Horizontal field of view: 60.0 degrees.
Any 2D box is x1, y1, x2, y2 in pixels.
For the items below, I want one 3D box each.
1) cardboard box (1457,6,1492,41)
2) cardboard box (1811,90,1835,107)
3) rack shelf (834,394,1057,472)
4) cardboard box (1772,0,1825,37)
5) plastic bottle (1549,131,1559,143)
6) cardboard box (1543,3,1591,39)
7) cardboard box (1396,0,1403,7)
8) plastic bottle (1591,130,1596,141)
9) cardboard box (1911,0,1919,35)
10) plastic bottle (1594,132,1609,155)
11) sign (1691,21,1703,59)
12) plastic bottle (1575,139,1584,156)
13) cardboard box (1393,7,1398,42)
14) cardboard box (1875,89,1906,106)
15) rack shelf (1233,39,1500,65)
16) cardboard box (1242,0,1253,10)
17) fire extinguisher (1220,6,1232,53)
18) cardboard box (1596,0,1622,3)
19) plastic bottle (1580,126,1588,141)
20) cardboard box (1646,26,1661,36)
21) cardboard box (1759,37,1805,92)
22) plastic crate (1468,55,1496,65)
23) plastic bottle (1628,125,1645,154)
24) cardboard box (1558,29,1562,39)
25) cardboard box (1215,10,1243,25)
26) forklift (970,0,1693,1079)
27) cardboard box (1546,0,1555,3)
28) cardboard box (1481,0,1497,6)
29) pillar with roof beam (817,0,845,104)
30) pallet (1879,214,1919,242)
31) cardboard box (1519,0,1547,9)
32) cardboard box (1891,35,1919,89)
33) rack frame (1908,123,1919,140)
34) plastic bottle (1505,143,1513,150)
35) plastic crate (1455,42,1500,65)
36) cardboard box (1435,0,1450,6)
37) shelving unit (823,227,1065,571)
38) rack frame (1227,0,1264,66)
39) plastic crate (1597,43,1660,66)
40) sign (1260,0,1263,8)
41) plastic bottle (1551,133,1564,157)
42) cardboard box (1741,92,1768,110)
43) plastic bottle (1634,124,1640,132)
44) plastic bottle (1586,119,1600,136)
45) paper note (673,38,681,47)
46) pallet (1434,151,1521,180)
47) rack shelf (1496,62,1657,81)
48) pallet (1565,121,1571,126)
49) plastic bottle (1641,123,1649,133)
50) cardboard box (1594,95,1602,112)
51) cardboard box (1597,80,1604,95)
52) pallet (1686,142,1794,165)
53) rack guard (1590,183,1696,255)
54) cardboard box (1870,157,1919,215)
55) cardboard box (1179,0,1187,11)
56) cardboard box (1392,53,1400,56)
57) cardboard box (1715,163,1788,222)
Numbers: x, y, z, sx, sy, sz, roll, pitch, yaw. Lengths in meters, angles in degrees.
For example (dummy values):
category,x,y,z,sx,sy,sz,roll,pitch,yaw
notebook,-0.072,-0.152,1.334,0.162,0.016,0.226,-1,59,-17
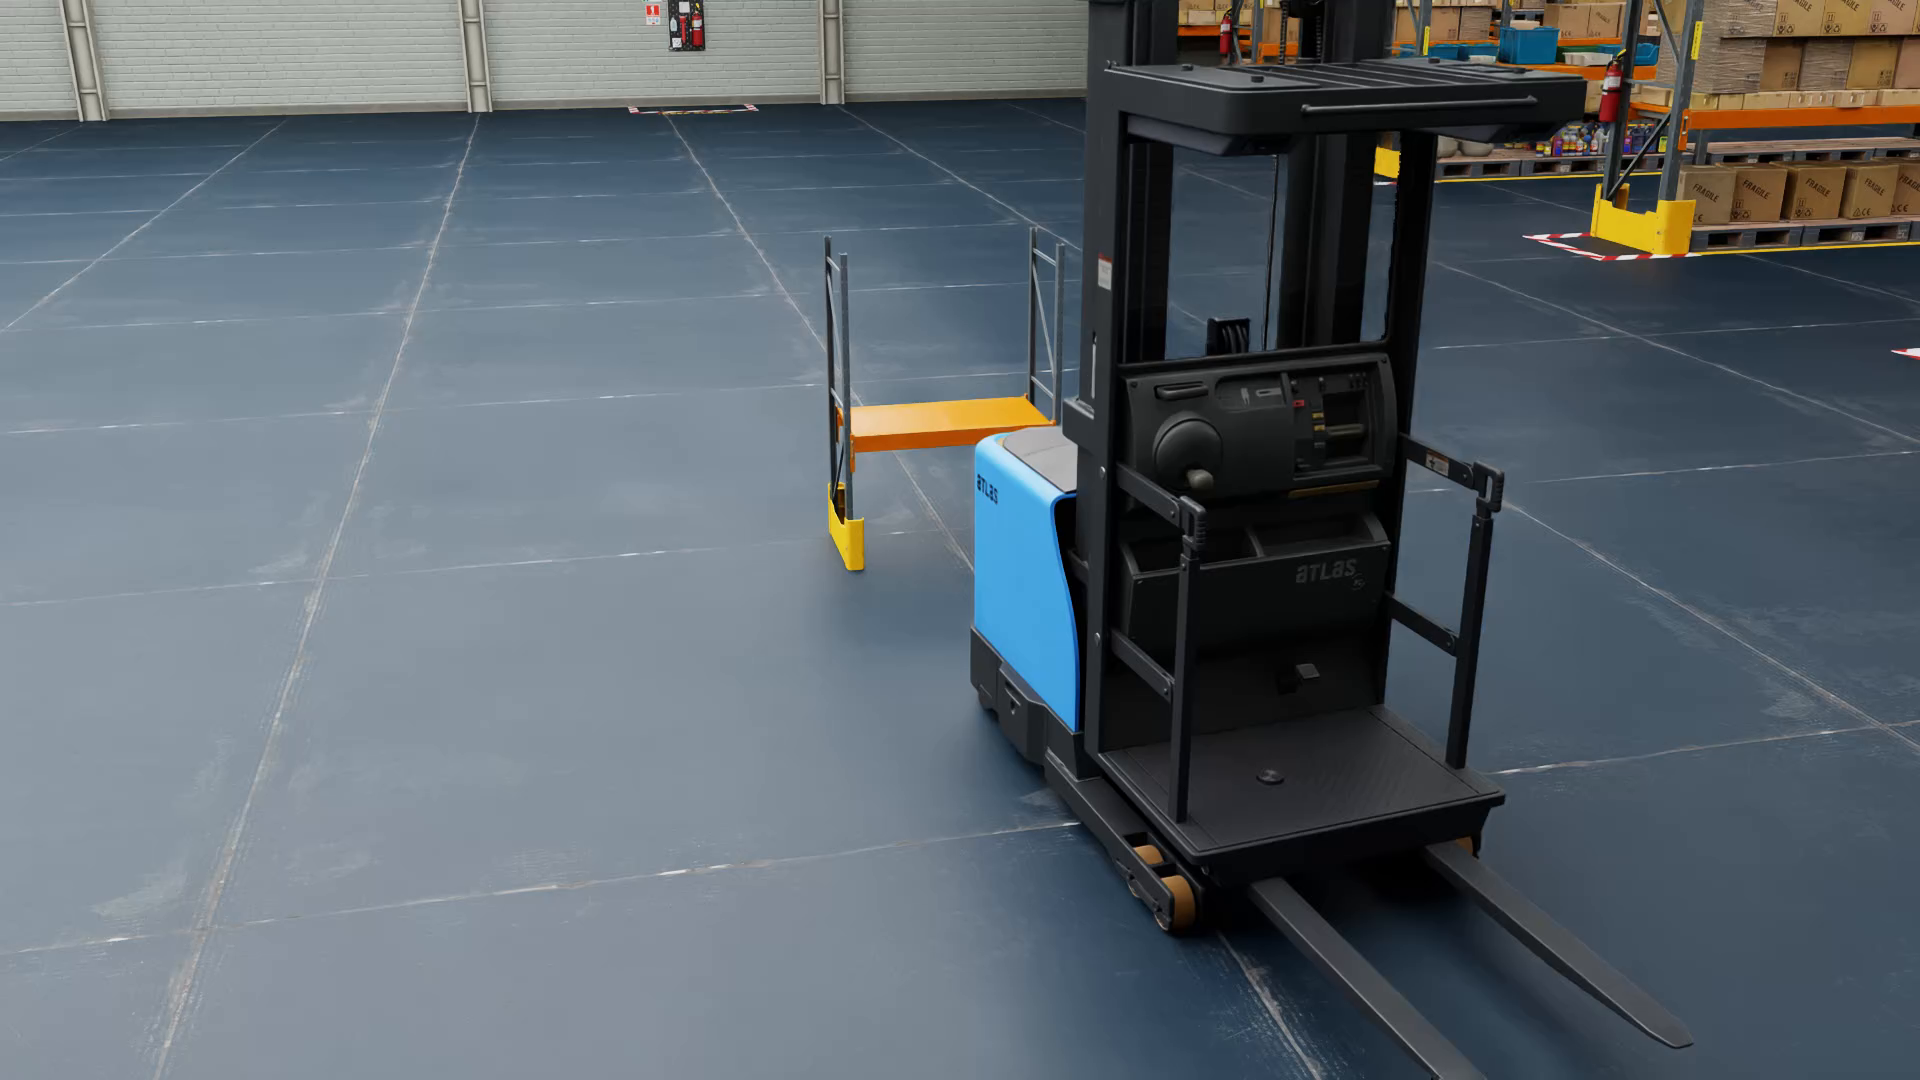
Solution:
category,x,y,z,sx,sy,sz,roll,pitch,yaw
cardboard box,7.706,-7.926,25.445,0.500,0.500,0.700,-5,21,-14
cardboard box,8.067,-4.209,15.809,0.250,0.149,0.380,-5,21,-12
rack shelf,-0.083,-0.529,8.100,1.000,0.185,0.538,-5,21,-12
cardboard box,7.606,-4.929,15.377,0.500,0.500,0.500,-5,21,-12
plastic bottle,7.613,-5.232,21.448,0.185,0.351,0.144,-4,20,-10
cardboard box,9.400,-8.060,25.811,0.500,0.500,0.500,-3,20,-9
cardboard box,6.427,-8.052,24.847,0.250,0.149,0.380,-4,20,-11
plastic bottle,8.027,-5.025,20.980,0.133,0.283,0.061,-5,21,-12
cardboard box,9.065,-5.049,15.705,0.500,0.500,0.500,-5,21,-12
plastic bottle,8.052,-4.986,20.884,0.135,0.276,0.152,-4,21,-11
sign,6.645,-4.508,15.002,0.005,0.325,0.100,-5,21,-12
plastic bottle,7.743,-4.916,20.802,0.097,0.201,0.097,0,20,0
cardboard box,6.207,-7.802,25.108,0.500,0.500,0.700,-4,21,-11
cardboard box,8.808,-4.253,15.928,0.250,0.149,0.380,-5,21,-12
rack shelf,6.190,-7.420,25.255,4.000,0.370,1.077,-5,21,-12
cardboard box,5.121,-9.605,29.273,0.500,0.500,0.500,-4,20,-11
fire extinguisher,4.022,-7.709,25.112,0.183,0.674,0.296,-5,21,-12
cardboard box,11.929,-10.078,30.858,0.500,0.500,0.500,-4,20,-11
plastic bottle,8.073,-5.219,21.528,0.097,0.271,0.097,0,20,0
cardboard box,10.801,-7.995,26.144,0.250,0.149,0.380,-3,20,-8
cardboard box,7.520,-4.584,15.889,0.500,0.500,0.875,-5,21,-12
plastic crate,6.325,-5.780,20.117,0.250,0.136,0.298,-5,21,-12
plastic bottle,8.525,-5.058,20.973,0.185,0.351,0.144,-6,21,-15
cardboard box,9.046,-7.800,25.611,0.250,0.149,0.380,-5,21,-12
cardboard box,4.647,-9.213,29.293,0.500,0.250,0.500,-5,21,-13
forklift,1.023,-0.346,4.999,1.130,2.935,3.031,-7,21,-19
cardboard box,11.285,-10.212,31.225,0.500,0.500,0.500,-5,21,-12
cardboard box,7.921,-8.174,25.180,0.250,0.149,0.380,-5,21,-13
pillar with roof beam,-1.266,-10.503,23.905,0.400,9.000,9.100,-5,21,-12
pallet,9.767,-3.225,16.813,1.213,0.211,1.003,-5,21,-12
cardboard box,10.430,-10.103,30.750,0.500,0.500,0.700,-7,21,-19
cardboard box,9.002,-4.670,16.126,0.500,0.500,0.875,-5,21,-12
rack frame,13.165,-6.574,21.901,0.127,3.000,1.000,-5,21,-12
plastic bottle,7.066,-5.126,21.375,0.097,0.201,0.097,0,20,0
plastic crate,6.431,-6.061,20.714,0.408,0.251,0.499,-5,21,-12
cardboard box,7.170,-8.113,25.012,0.250,0.149,0.380,-5,21,-13
shelving unit,-0.074,-0.698,8.040,1.083,1.500,0.587,-5,21,-12
rack frame,4.244,-7.599,24.699,0.127,3.000,1.000,-5,21,-12
plastic crate,8.258,-6.009,20.575,0.616,0.251,0.499,-5,21,-12
sign,4.366,-7.857,24.028,0.005,0.325,0.100,-5,21,-12
plastic bottle,7.441,-4.923,20.703,0.133,0.283,0.061,-4,21,-12
cardboard box,7.346,-4.136,15.610,0.250,0.149,0.380,-5,21,-12
plastic bottle,8.862,-5.305,21.762,0.097,0.271,0.097,0,20,0
plastic bottle,8.208,-5.281,21.580,0.185,0.351,0.144,-6,21,-15
paper note,-4.858,-8.540,28.548,0.142,0.148,0.016,-5,21,-12
pallet,6.235,-4.716,20.882,1.213,0.211,1.003,-5,21,-12
rack shelf,7.326,-5.762,20.728,4.000,0.370,1.077,-5,21,-12
pallet,8.844,-6.678,26.238,1.213,0.211,1.003,-5,21,-12
plastic bottle,8.679,-5.121,21.146,0.185,0.351,0.144,-5,21,-12
cardboard box,10.082,-6.893,26.158,0.500,0.250,0.500,-4,21,-11
cardboard box,10.092,-7.157,26.063,0.500,0.311,0.500,-4,21,-11
pallet,10.028,-5.023,21.721,1.213,0.211,1.003,-5,21,-12
rack guard,6.594,-3.115,16.093,0.348,0.500,1.175,-5,21,-12
cardboard box,9.458,-3.557,16.688,0.500,0.500,0.500,2,20,5
cardboard box,3.634,-9.486,28.947,0.500,0.500,0.500,-5,21,-12
cardboard box,8.133,-9.059,30.587,0.500,0.250,0.500,-5,21,-14
cardboard box,7.705,-3.409,16.284,0.500,0.500,0.500,1,20,2
